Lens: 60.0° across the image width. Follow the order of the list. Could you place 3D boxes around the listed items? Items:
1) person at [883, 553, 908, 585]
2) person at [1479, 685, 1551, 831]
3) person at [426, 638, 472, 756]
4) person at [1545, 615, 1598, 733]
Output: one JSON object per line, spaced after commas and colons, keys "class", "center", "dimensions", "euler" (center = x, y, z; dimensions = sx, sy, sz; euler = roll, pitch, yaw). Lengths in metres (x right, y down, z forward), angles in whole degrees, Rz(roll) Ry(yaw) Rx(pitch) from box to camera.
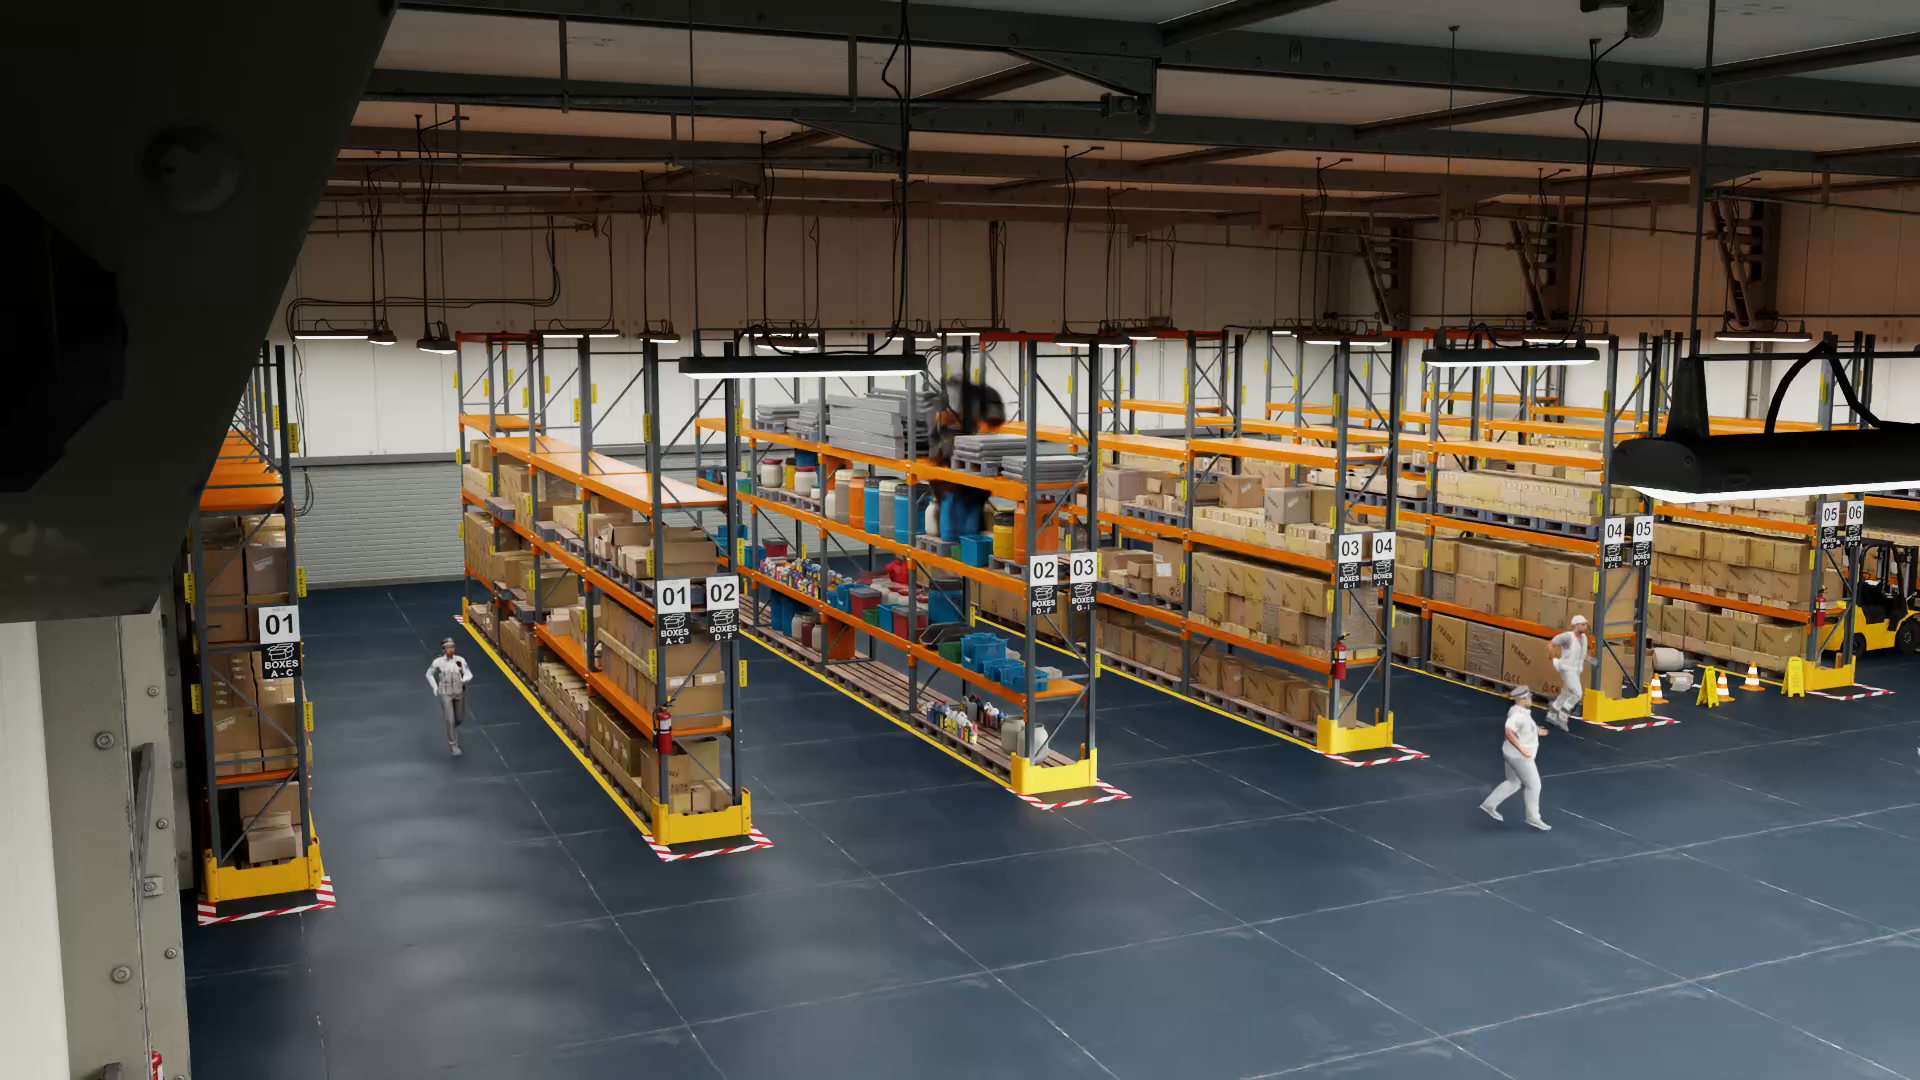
{"class": "person", "center": [-1.199, 1.023, 33.278], "dimensions": [0.663, 1.676, 0.557], "euler": [-6, 10, -38]}
{"class": "person", "center": [6.914, 2.681, 20.593], "dimensions": [0.844, 1.811, 0.653], "euler": [1, 8, 5]}
{"class": "person", "center": [-7.420, 2.240, 24.225], "dimensions": [0.624, 1.663, 0.875], "euler": [-4, 9, -30]}
{"class": "person", "center": [9.395, 2.029, 25.521], "dimensions": [0.658, 1.770, 0.755], "euler": [-6, 10, -36]}
